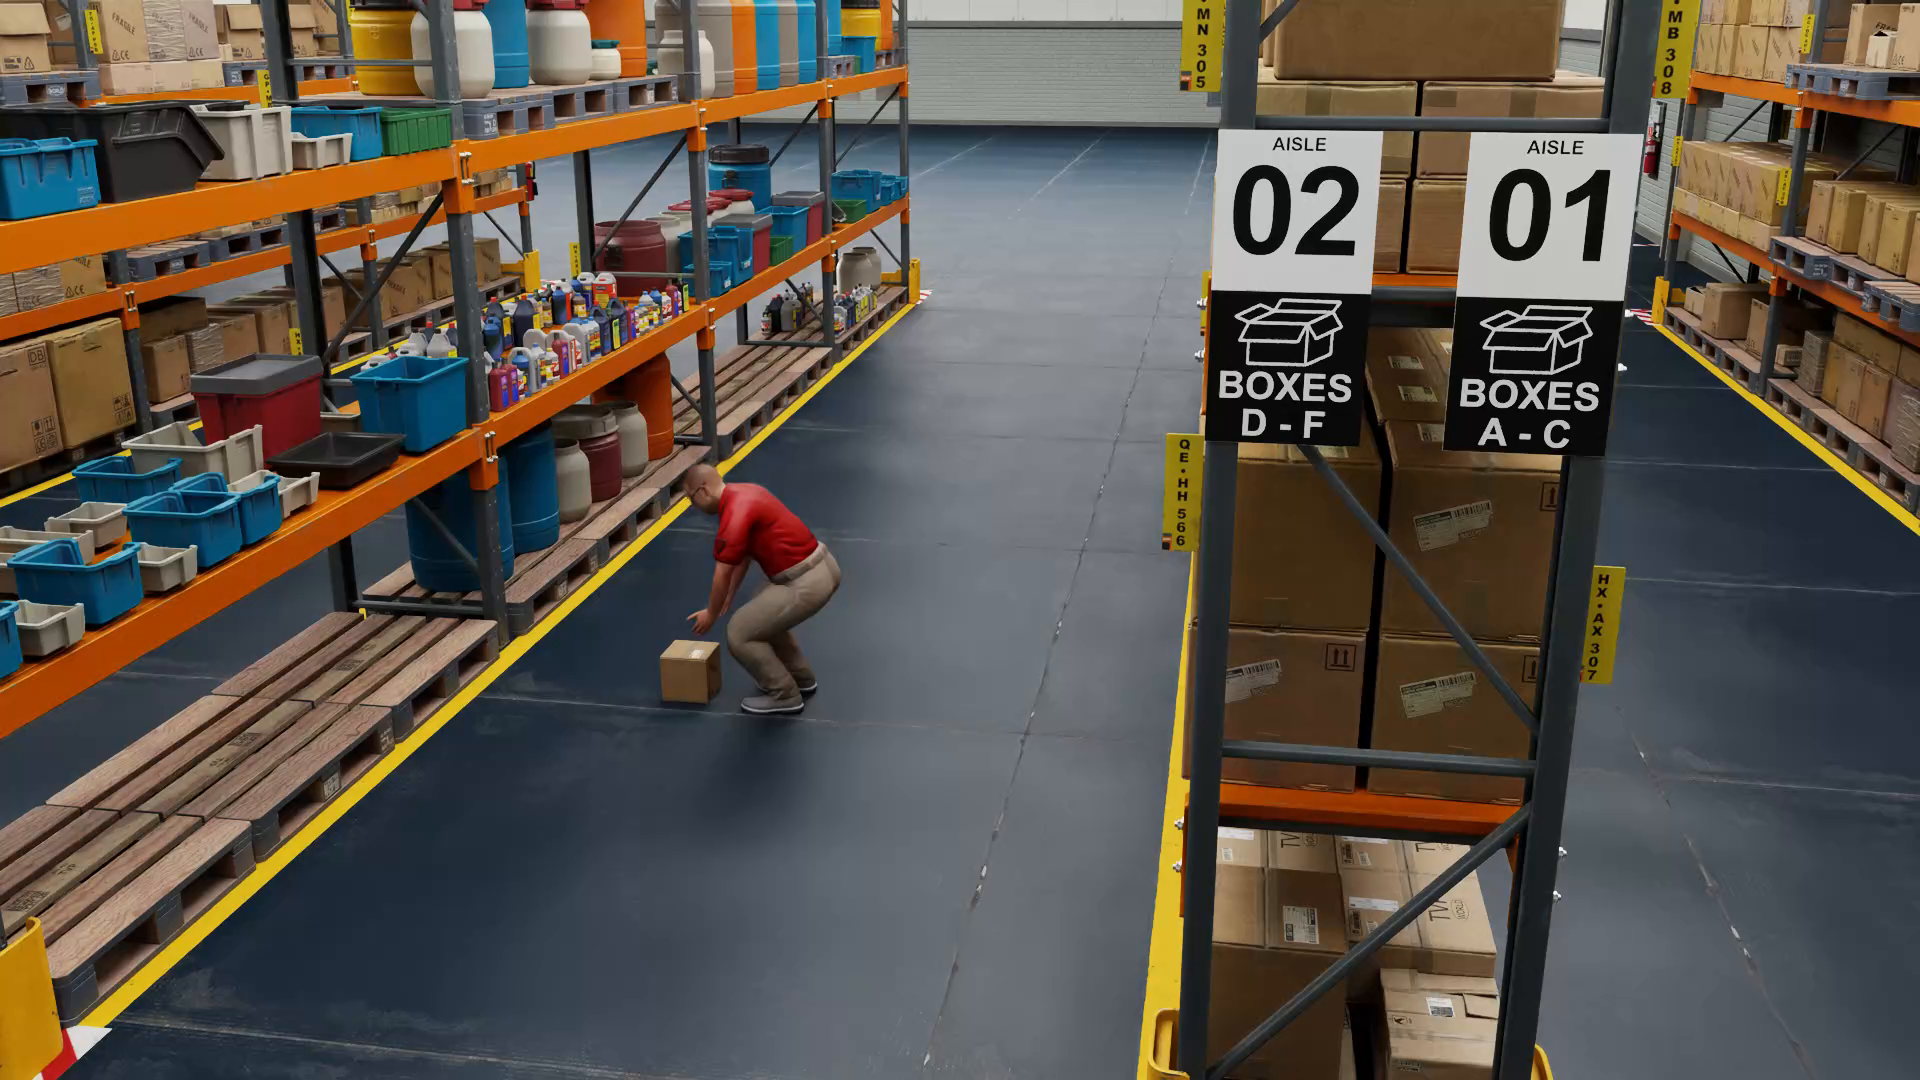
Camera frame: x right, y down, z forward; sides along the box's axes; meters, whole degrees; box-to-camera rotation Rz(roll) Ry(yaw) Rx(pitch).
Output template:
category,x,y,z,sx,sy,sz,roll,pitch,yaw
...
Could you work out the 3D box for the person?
category,x,y,z,sx,sy,sz,roll,pitch,yaw
person,-1.070,0.238,8.567,0.666,1.289,0.588,3,18,9
